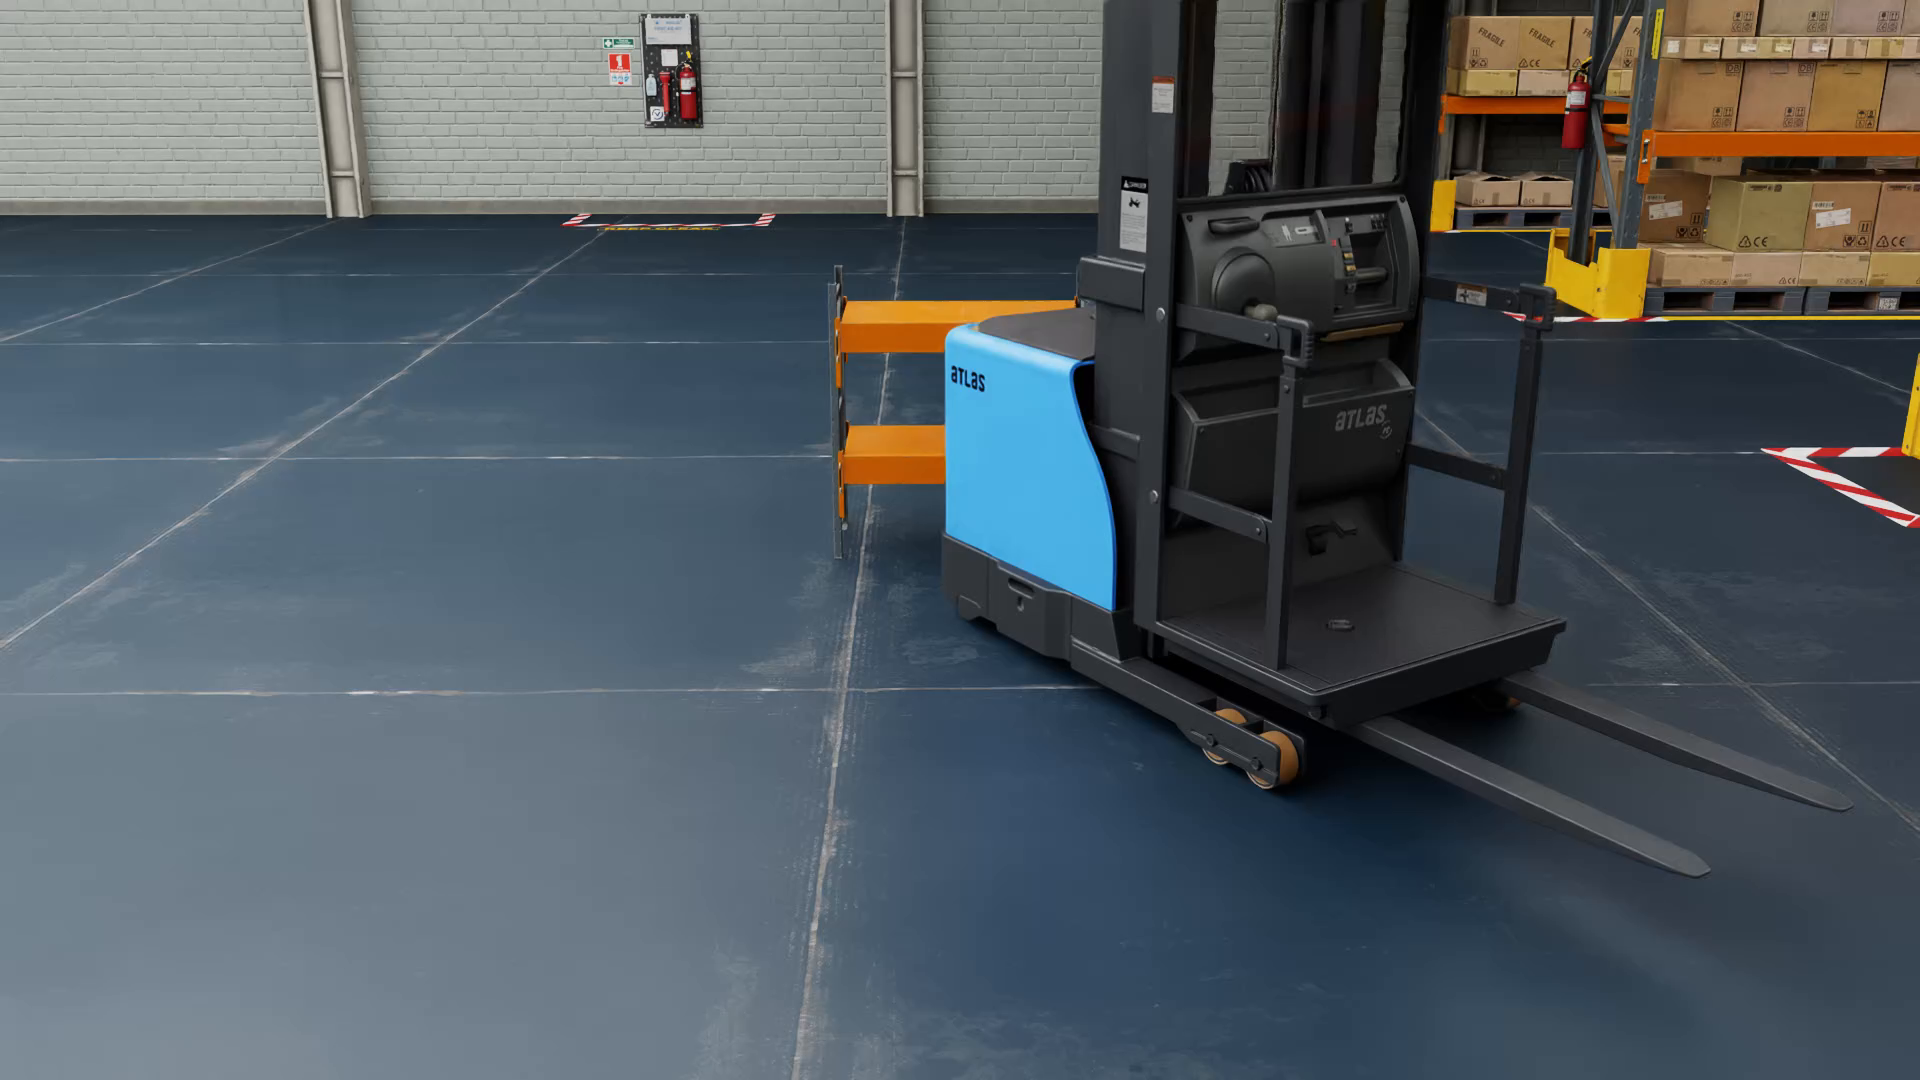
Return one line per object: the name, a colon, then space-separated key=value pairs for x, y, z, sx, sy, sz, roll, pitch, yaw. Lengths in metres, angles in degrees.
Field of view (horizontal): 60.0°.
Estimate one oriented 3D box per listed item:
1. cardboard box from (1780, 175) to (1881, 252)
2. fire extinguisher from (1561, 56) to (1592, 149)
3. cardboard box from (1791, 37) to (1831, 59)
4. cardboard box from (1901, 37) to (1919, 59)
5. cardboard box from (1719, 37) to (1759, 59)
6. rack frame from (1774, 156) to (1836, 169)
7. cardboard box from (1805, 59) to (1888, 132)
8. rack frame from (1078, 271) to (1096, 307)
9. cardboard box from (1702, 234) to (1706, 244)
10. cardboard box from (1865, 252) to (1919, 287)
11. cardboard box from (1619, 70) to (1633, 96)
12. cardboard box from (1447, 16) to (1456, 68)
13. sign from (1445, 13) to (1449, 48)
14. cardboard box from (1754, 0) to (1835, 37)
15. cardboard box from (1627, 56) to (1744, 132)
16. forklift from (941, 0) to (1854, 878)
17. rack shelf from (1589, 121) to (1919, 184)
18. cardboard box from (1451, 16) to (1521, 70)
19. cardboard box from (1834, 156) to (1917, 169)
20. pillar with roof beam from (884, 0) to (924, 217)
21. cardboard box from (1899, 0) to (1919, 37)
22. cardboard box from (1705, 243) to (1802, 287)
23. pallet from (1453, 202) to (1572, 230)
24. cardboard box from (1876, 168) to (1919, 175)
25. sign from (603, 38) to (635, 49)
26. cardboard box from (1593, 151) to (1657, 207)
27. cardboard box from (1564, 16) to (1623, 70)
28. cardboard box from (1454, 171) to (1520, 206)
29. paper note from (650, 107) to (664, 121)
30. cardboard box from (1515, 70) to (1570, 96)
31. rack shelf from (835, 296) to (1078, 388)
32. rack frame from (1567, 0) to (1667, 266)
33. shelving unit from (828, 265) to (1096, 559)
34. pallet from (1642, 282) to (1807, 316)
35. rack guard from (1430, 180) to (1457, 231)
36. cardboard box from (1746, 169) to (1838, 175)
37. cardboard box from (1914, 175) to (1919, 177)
cardboard box: x=6.345 y=-2.400 z=12.206 sx=0.500 sy=0.500 sz=0.500 roll=0 pitch=18 yaw=-1
fire extinguisher: x=4.680 y=-3.313 z=12.592 sx=0.183 sy=0.674 sz=0.296 roll=0 pitch=18 yaw=-1
cardboard box: x=5.967 y=-3.505 z=11.837 sx=0.250 sy=0.149 sz=0.380 roll=-1 pitch=18 yaw=-2
cardboard box: x=6.738 y=-3.509 z=11.848 sx=0.250 sy=0.149 sz=0.380 roll=0 pitch=18 yaw=0
cardboard box: x=5.465 y=-3.503 z=11.833 sx=0.250 sy=0.149 sz=0.380 roll=-1 pitch=18 yaw=-2
rack frame: x=8.723 y=-4.741 z=16.916 sx=0.127 sy=3.000 sz=1.000 roll=0 pitch=18 yaw=-1
cardboard box: x=6.294 y=-3.259 z=12.134 sx=0.500 sy=0.500 sz=0.700 roll=0 pitch=18 yaw=0
rack frame: x=0.515 y=-0.538 z=6.884 sx=0.032 sy=1.125 sz=0.500 roll=0 pitch=18 yaw=-1
cardboard box: x=5.837 y=-2.198 z=12.804 sx=0.500 sy=0.250 sz=0.500 roll=0 pitch=18 yaw=-1
cardboard box: x=6.845 y=-2.041 z=12.313 sx=0.500 sy=0.250 sz=0.500 roll=0 pitch=18 yaw=-1
cardboard box: x=6.750 y=-4.574 z=16.610 sx=0.500 sy=0.250 sz=0.500 roll=0 pitch=18 yaw=0
cardboard box: x=5.191 y=-5.084 z=16.971 sx=0.500 sy=0.500 sz=0.500 roll=0 pitch=18 yaw=-1
sign: x=4.732 y=-4.968 z=16.207 sx=0.005 sy=0.325 sz=0.100 roll=0 pitch=18 yaw=-1
cardboard box: x=5.851 y=-3.877 z=11.935 sx=0.500 sy=0.500 sz=0.700 roll=-1 pitch=18 yaw=-2
cardboard box: x=5.272 y=-3.255 z=12.119 sx=0.500 sy=0.500 sz=0.700 roll=0 pitch=18 yaw=-1
forklift: x=1.161 y=-0.841 z=4.871 sx=1.130 sy=2.935 sz=3.031 roll=-11 pitch=21 yaw=-32
rack shelf: x=6.805 y=-2.876 z=12.280 sx=4.000 sy=0.370 sz=1.077 roll=0 pitch=18 yaw=-1
cardboard box: x=5.205 y=-4.927 z=16.482 sx=0.500 sy=0.500 sz=0.500 roll=0 pitch=18 yaw=-1
cardboard box: x=9.459 y=-3.769 z=17.258 sx=0.500 sy=0.500 sz=0.700 roll=0 pitch=18 yaw=1
pillar with roof beam: x=-0.522 y=-6.502 z=12.585 sx=0.400 sy=9.000 sz=9.100 roll=0 pitch=18 yaw=-1
cardboard box: x=6.856 y=-3.882 z=11.951 sx=0.500 sy=0.500 sz=0.700 roll=0 pitch=18 yaw=-1
cardboard box: x=5.845 y=-2.038 z=12.303 sx=0.500 sy=0.250 sz=0.500 roll=0 pitch=18 yaw=-1
pallet: x=5.612 y=-3.387 z=17.262 sx=1.213 sy=0.211 sz=1.003 roll=0 pitch=18 yaw=-1
cardboard box: x=7.336 y=-2.564 z=12.717 sx=0.500 sy=0.500 sz=0.500 roll=0 pitch=18 yaw=-1
sign: x=-3.611 y=-5.256 z=17.594 sx=0.331 sy=0.109 sz=0.001 roll=0 pitch=18 yaw=-1
cardboard box: x=6.721 y=-3.708 z=17.067 sx=0.500 sy=0.500 sz=0.700 roll=-1 pitch=18 yaw=-4
cardboard box: x=6.217 y=-4.927 z=16.482 sx=0.500 sy=0.500 sz=0.500 roll=-1 pitch=18 yaw=-3
cardboard box: x=5.417 y=-3.627 z=17.124 sx=0.500 sy=0.311 sz=0.500 roll=-2 pitch=18 yaw=-7
paper note: x=-3.239 y=-4.561 z=17.797 sx=0.142 sy=0.148 sz=0.016 roll=0 pitch=18 yaw=-1
cardboard box: x=5.735 y=-4.572 z=16.602 sx=0.500 sy=0.250 sz=0.500 roll=-1 pitch=18 yaw=-3
rack shelf: x=0.007 y=-0.814 z=6.786 sx=1.000 sy=0.278 sz=0.538 roll=0 pitch=18 yaw=-1
rack frame: x=4.805 y=-3.209 z=12.140 sx=0.127 sy=3.000 sz=1.000 roll=0 pitch=18 yaw=-1
shelving unit: x=0.007 y=-0.536 z=6.876 sx=1.048 sy=1.125 sz=0.538 roll=0 pitch=18 yaw=-1
pallet: x=5.569 y=-1.898 z=12.617 sx=1.213 sy=0.211 sz=1.003 roll=0 pitch=18 yaw=-1
rack guard: x=4.799 y=-3.532 z=17.239 sx=0.348 sy=0.500 sz=1.175 roll=0 pitch=18 yaw=-1
cardboard box: x=6.336 y=-2.559 z=12.701 sx=0.500 sy=0.500 sz=0.500 roll=0 pitch=18 yaw=-1
cardboard box: x=7.345 y=-2.404 z=12.218 sx=0.500 sy=0.500 sz=0.500 roll=0 pitch=18 yaw=-1
